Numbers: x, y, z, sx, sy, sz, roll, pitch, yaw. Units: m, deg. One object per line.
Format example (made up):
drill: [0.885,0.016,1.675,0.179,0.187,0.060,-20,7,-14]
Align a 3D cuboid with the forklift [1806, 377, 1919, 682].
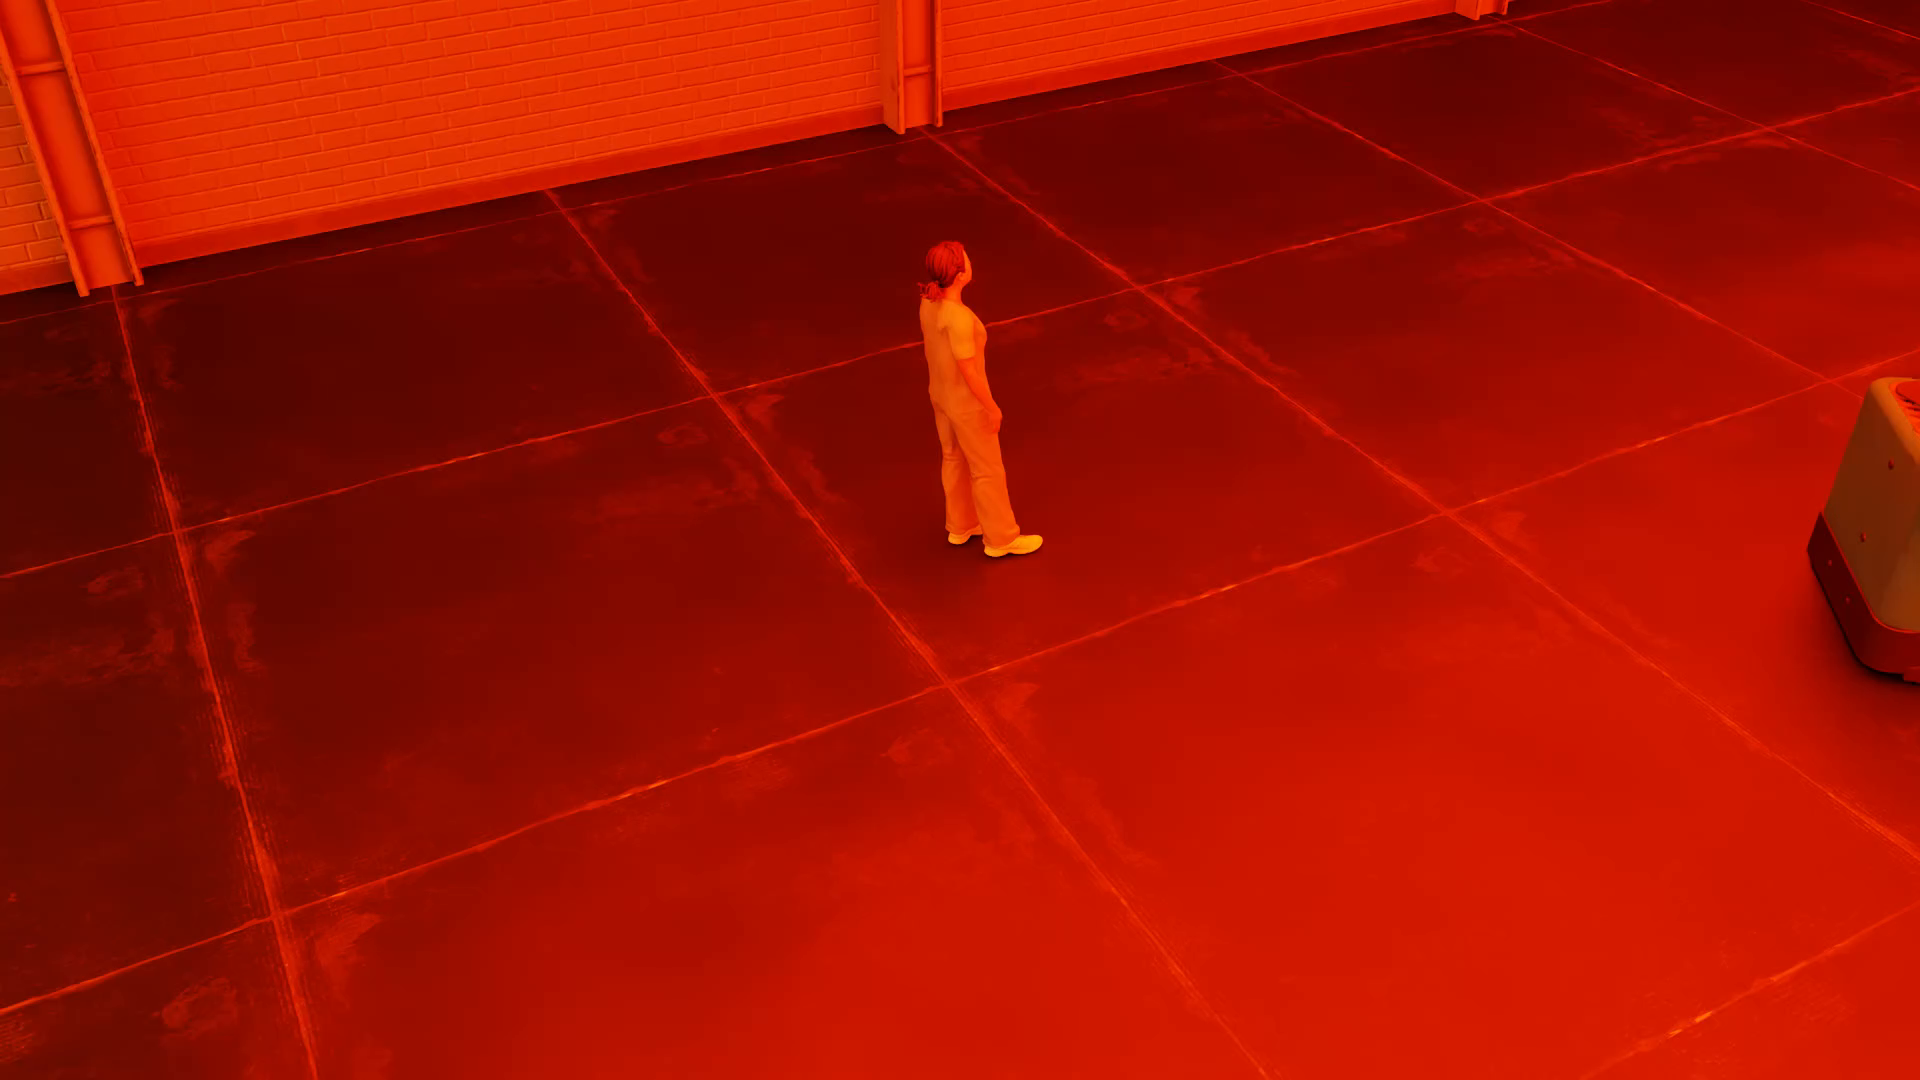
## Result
forklift: [5.745,-0.714,7.133,3.031,2.935,1.130,5,36,6]

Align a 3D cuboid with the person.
person: [0.072,-0.703,8.193,0.548,1.673,0.549,-17,39,-23]
